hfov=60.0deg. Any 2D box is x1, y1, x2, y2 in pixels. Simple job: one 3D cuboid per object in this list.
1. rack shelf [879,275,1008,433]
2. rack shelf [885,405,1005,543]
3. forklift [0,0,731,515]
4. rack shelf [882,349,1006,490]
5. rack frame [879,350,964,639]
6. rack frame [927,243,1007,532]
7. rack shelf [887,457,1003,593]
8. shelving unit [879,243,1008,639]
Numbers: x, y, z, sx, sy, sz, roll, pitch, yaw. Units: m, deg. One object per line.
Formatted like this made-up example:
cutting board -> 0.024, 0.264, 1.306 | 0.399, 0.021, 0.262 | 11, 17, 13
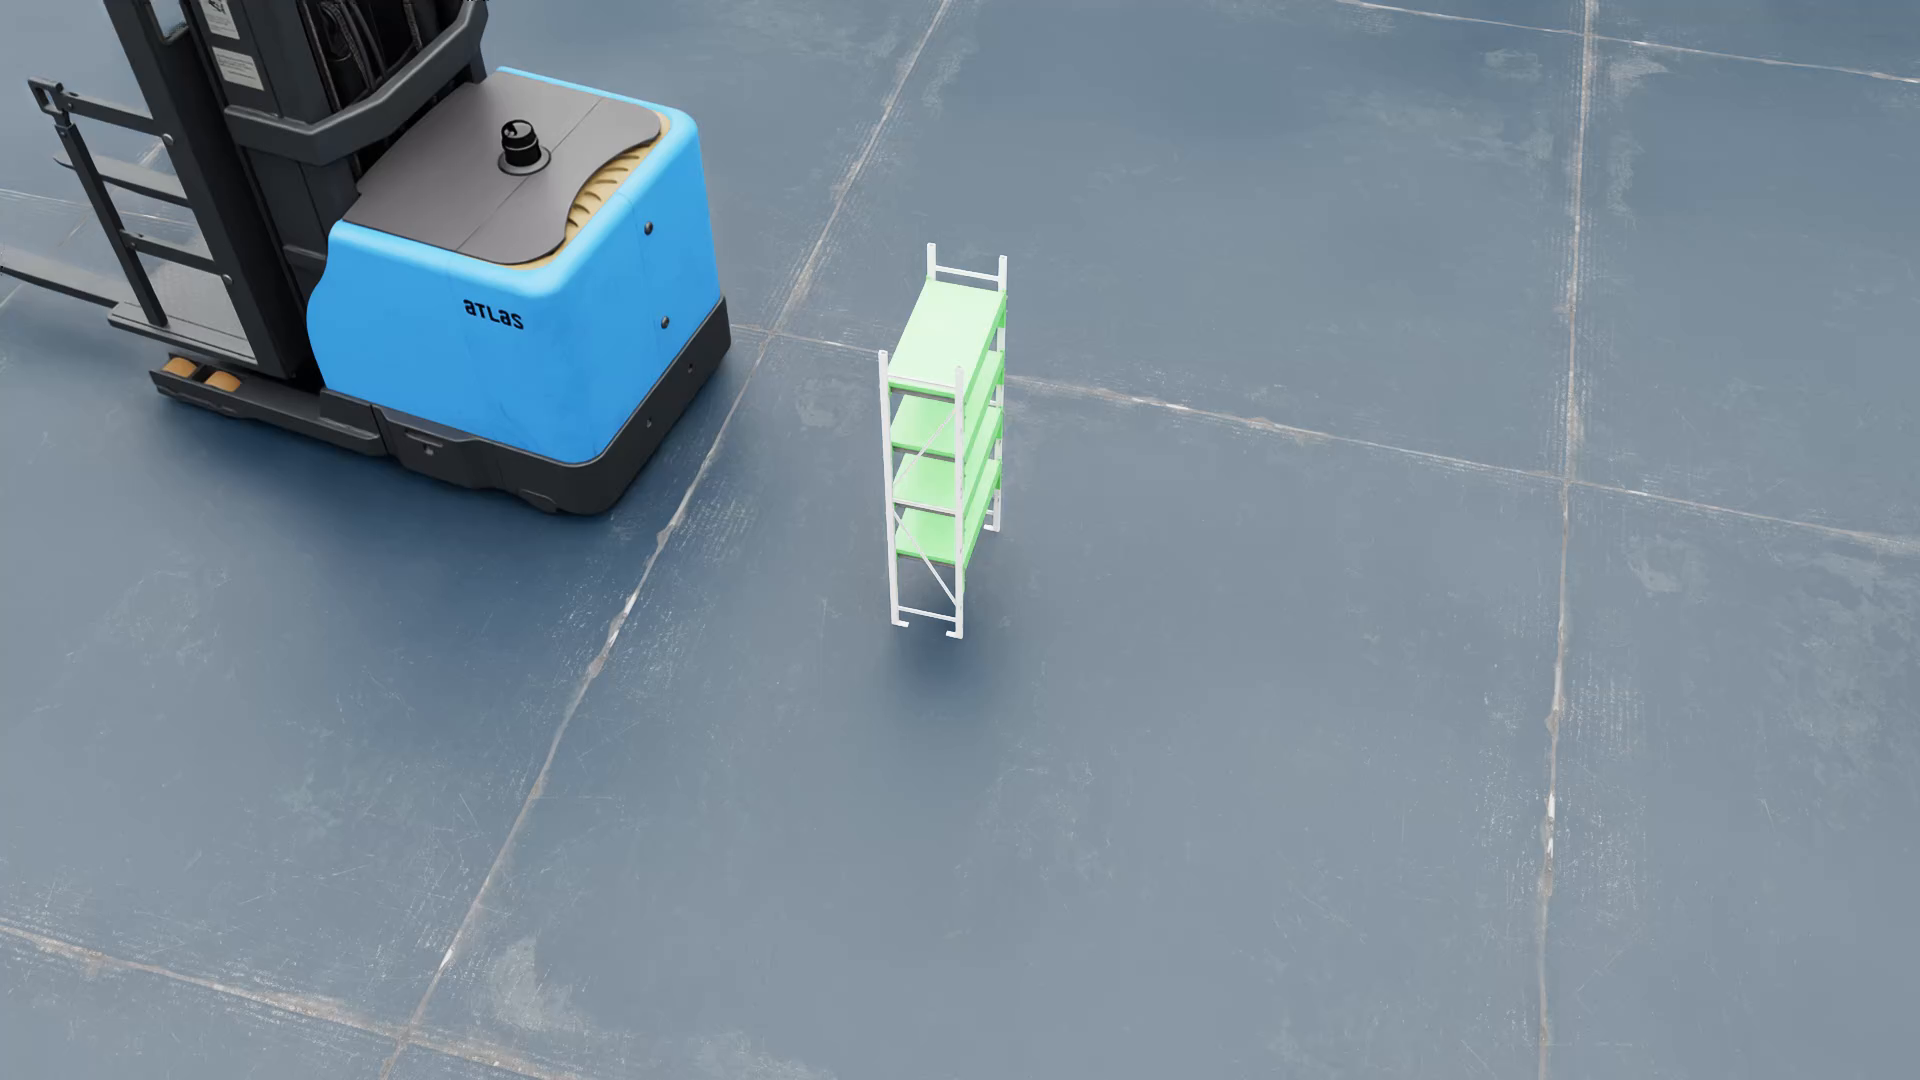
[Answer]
rack shelf -> -0.044, -0.553, 4.883 | 0.258, 0.148, 0.480 | 12, 50, 10
rack shelf -> -0.044, -0.235, 5.242 | 0.258, 0.148, 0.480 | 12, 50, 10
forklift -> -2.436, -1.777, 5.364 | 3.031, 2.935, 1.130 | 17, 51, 14
rack shelf -> -0.044, -0.394, 5.062 | 0.258, 0.148, 0.480 | 12, 50, 10
rack frame -> -0.108, -0.101, 5.039 | 0.240, 1.200, 0.015 | 12, 50, 10
rack frame -> 0.021, -0.454, 5.350 | 0.240, 1.200, 0.015 | 12, 50, 10
rack shelf -> -0.044, -0.076, 5.422 | 0.258, 0.148, 0.480 | 12, 50, 10
shelving unit -> -0.044, -0.277, 5.194 | 0.258, 1.200, 0.503 | 12, 50, 10
